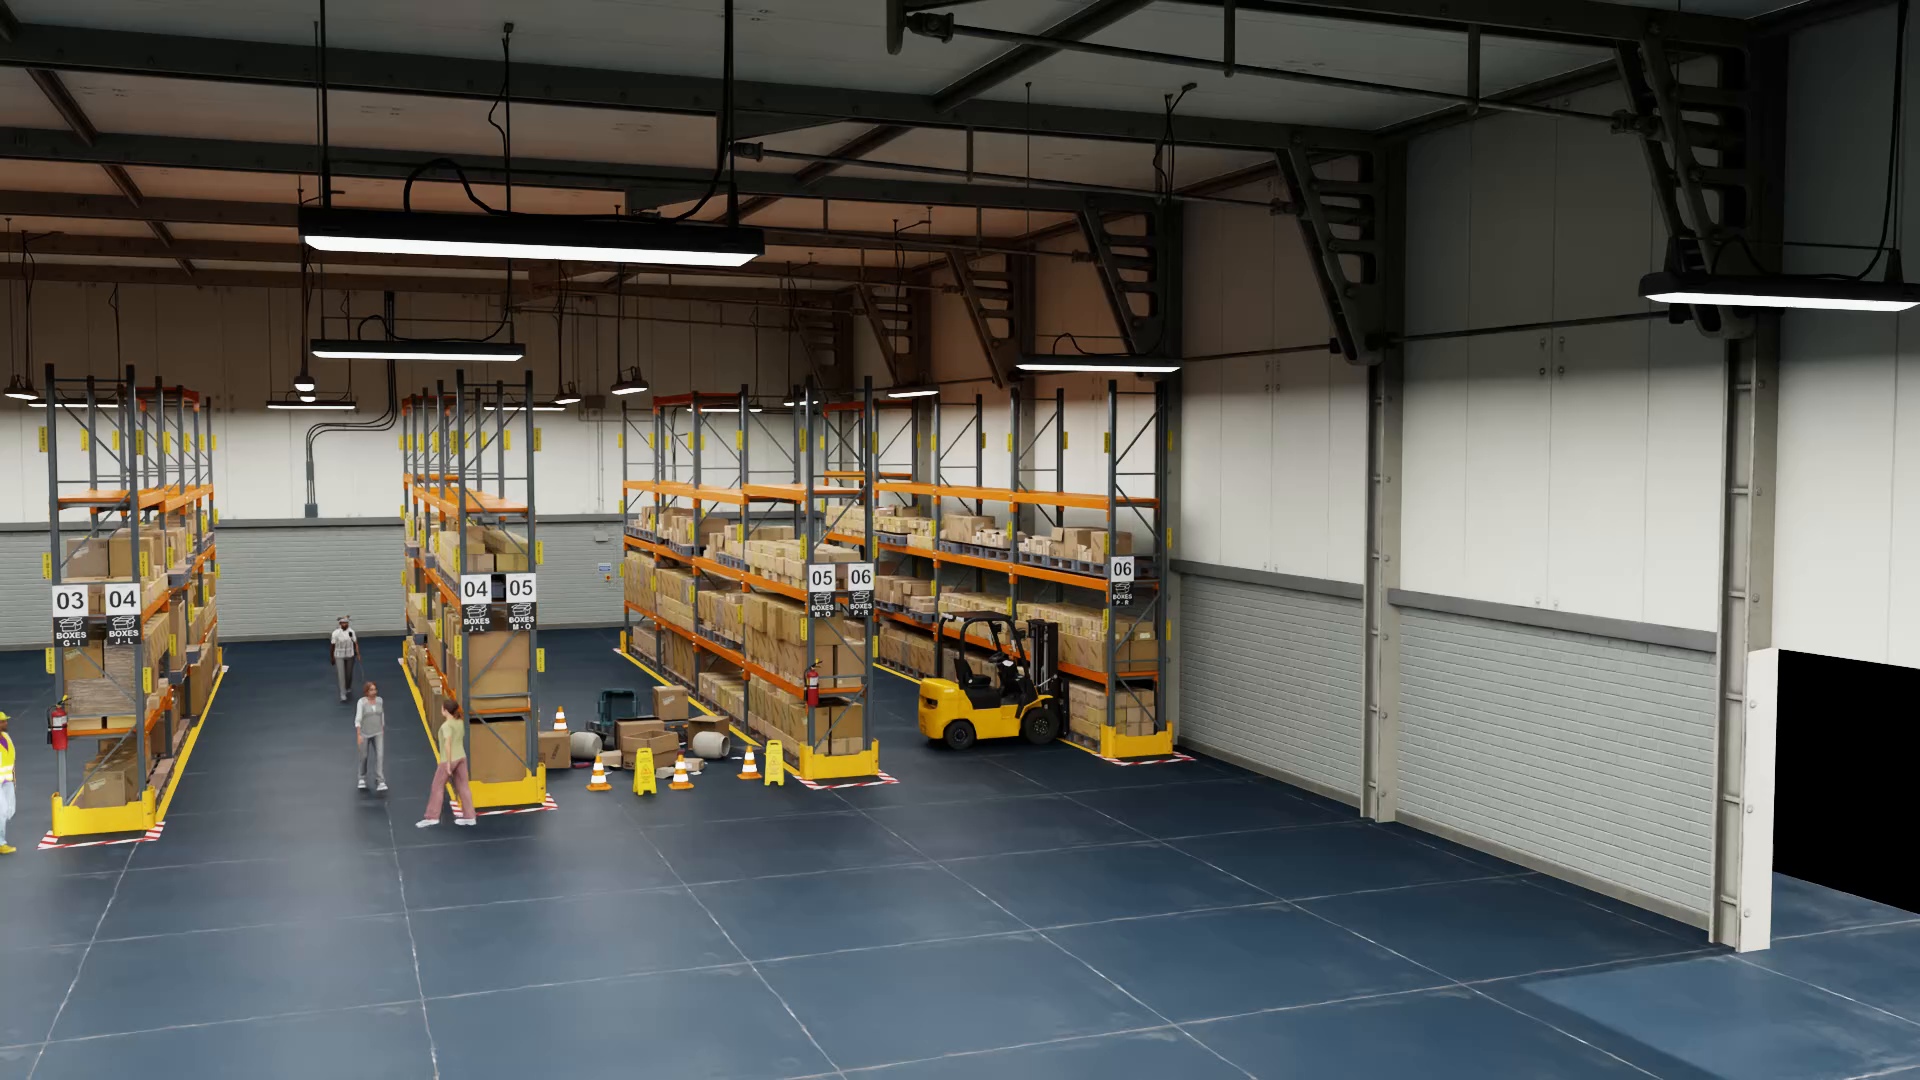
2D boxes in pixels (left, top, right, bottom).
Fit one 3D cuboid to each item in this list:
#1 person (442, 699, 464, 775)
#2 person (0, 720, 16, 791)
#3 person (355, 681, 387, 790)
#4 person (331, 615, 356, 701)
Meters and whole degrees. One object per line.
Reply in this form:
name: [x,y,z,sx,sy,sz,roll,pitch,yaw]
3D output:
person: [-6.630,2.554,21.696,0.329,0.956,0.455,2,4,25]
person: [-11.757,2.634,20.276,0.357,1.053,0.597,1,3,12]
person: [-8.450,2.809,23.874,0.463,1.566,0.845,-3,4,-37]
person: [-12.029,2.271,32.466,0.472,1.627,1.021,-1,4,-24]
